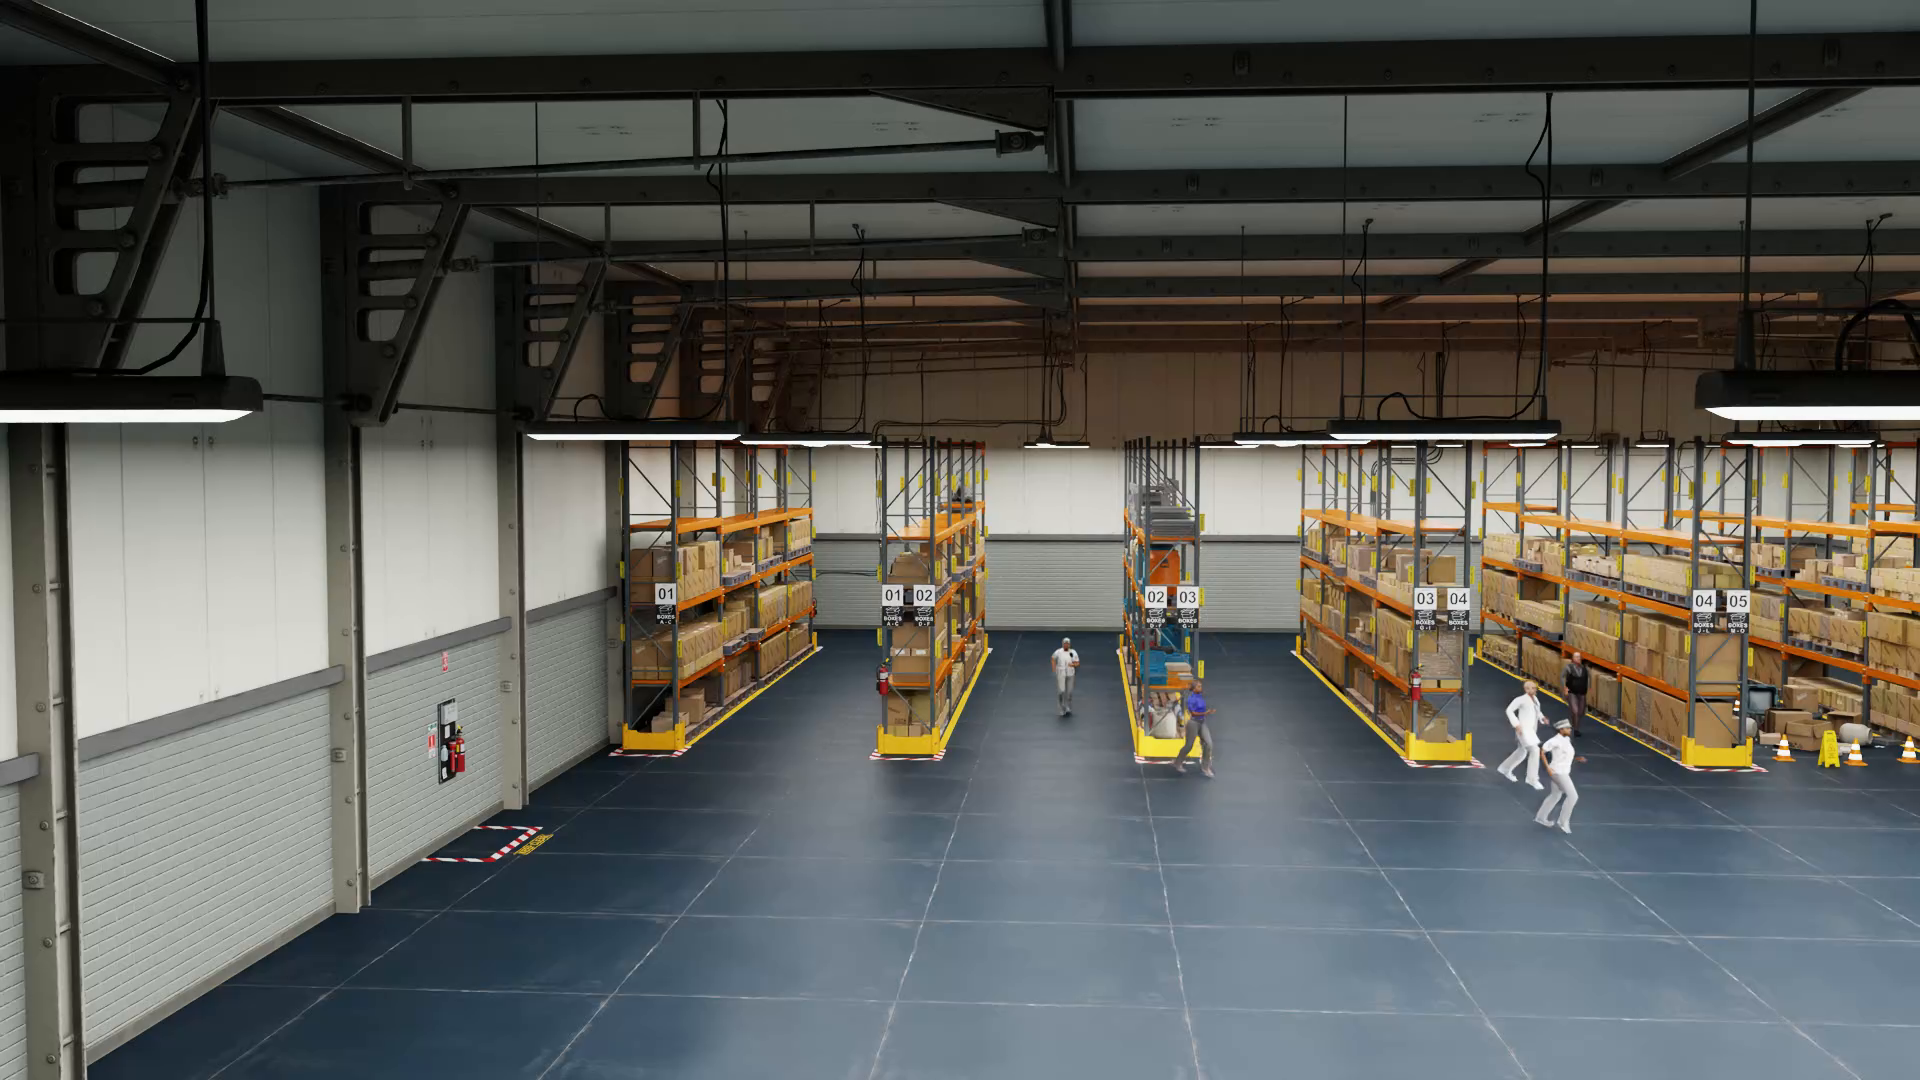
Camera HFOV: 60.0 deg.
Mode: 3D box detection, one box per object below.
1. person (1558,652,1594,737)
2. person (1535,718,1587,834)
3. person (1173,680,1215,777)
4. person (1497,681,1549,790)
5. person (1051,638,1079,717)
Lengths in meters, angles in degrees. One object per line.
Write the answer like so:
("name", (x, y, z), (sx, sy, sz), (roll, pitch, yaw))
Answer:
("person", (12.420, 3.094, 33.598), (0.645, 1.680, 0.751), (0, 3, 1))
("person", (9.057, 3.553, 25.070), (0.727, 1.744, 0.544), (2, 4, 31))
("person", (4.162, 3.327, 29.364), (0.776, 1.711, 0.555), (2, 4, 39))
("person", (9.628, 3.319, 28.443), (0.887, 1.843, 0.694), (3, 4, 42))
("person", (2.288, 2.973, 36.036), (0.577, 1.712, 0.719), (0, 3, -5))
